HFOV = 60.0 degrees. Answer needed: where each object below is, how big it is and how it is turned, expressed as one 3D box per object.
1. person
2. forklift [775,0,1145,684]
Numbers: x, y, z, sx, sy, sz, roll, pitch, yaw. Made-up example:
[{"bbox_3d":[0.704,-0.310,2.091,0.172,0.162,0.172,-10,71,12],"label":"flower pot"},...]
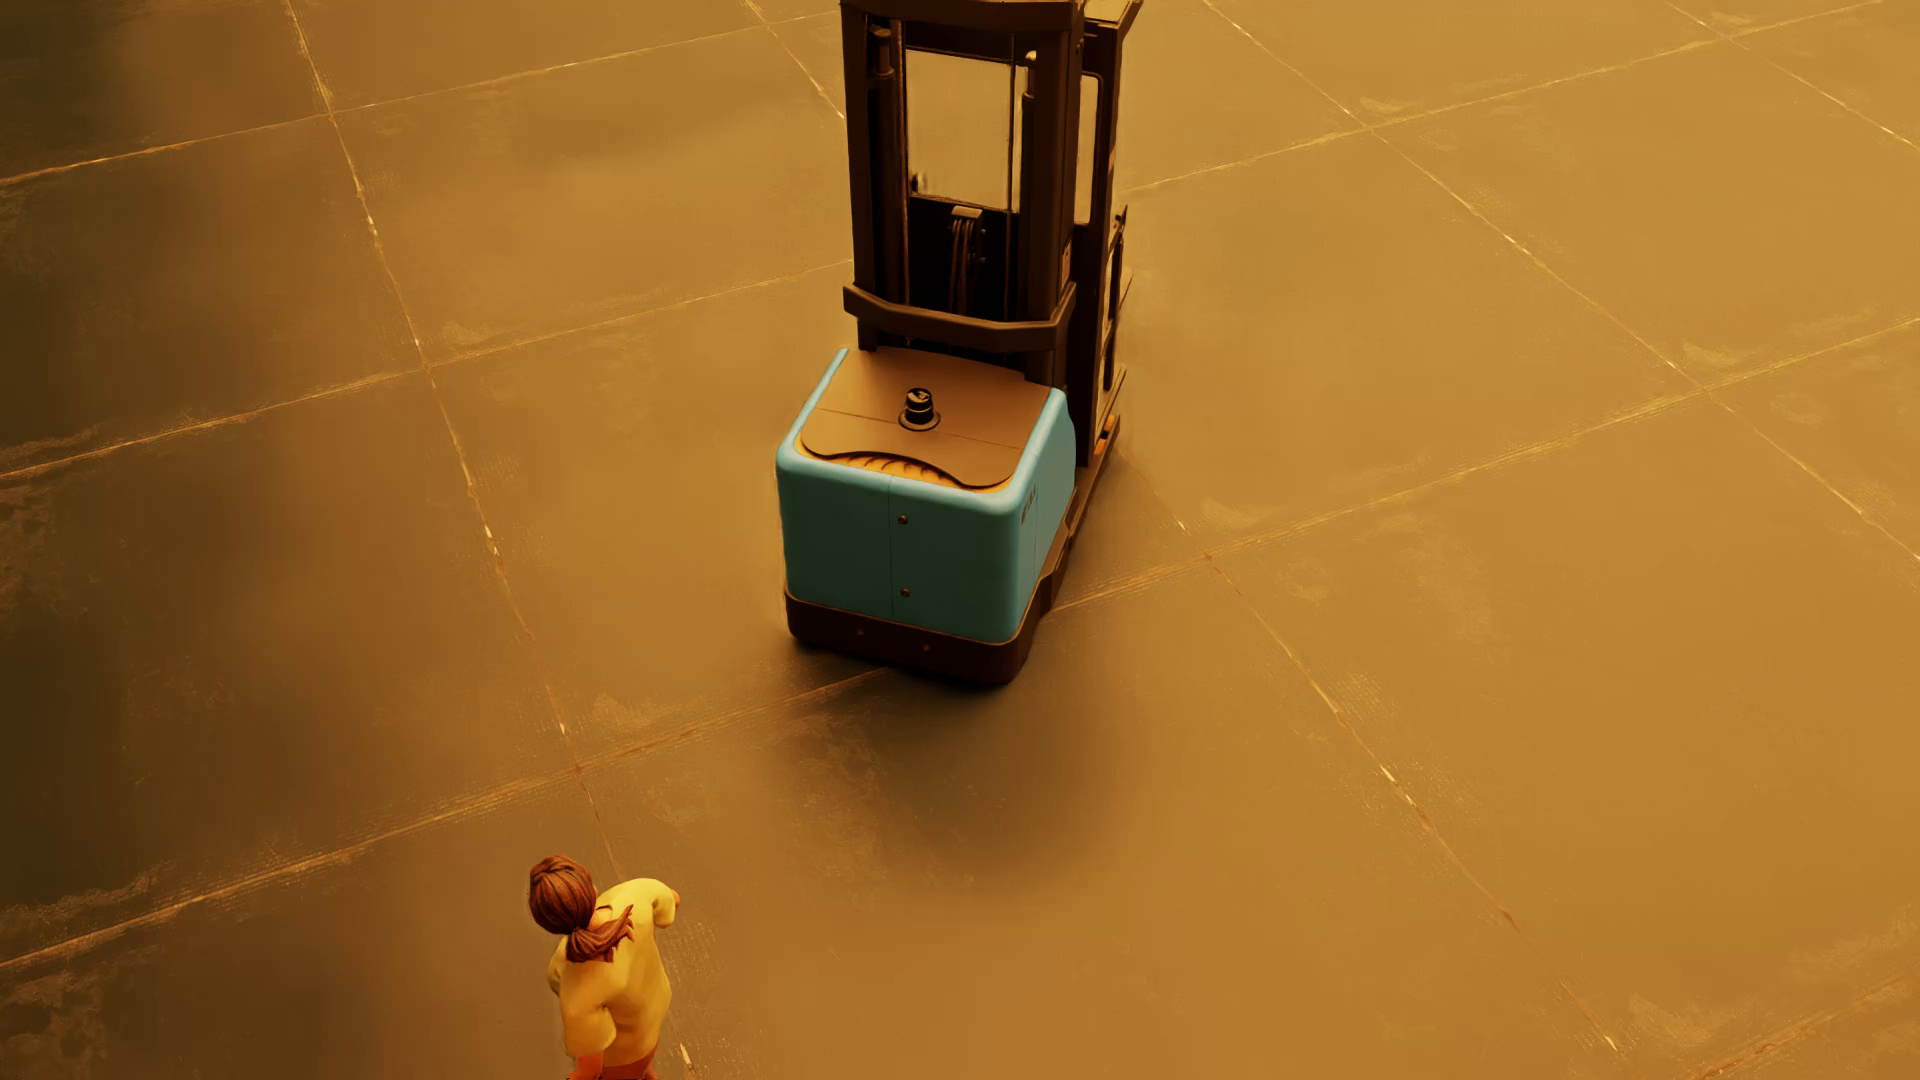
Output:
[{"bbox_3d":[-1.105,1.458,5.053,0.494,1.658,0.660,7,43,7],"label":"person"},{"bbox_3d":[0.169,-1.481,7.267,1.130,2.935,3.031,12,44,13],"label":"forklift"}]
